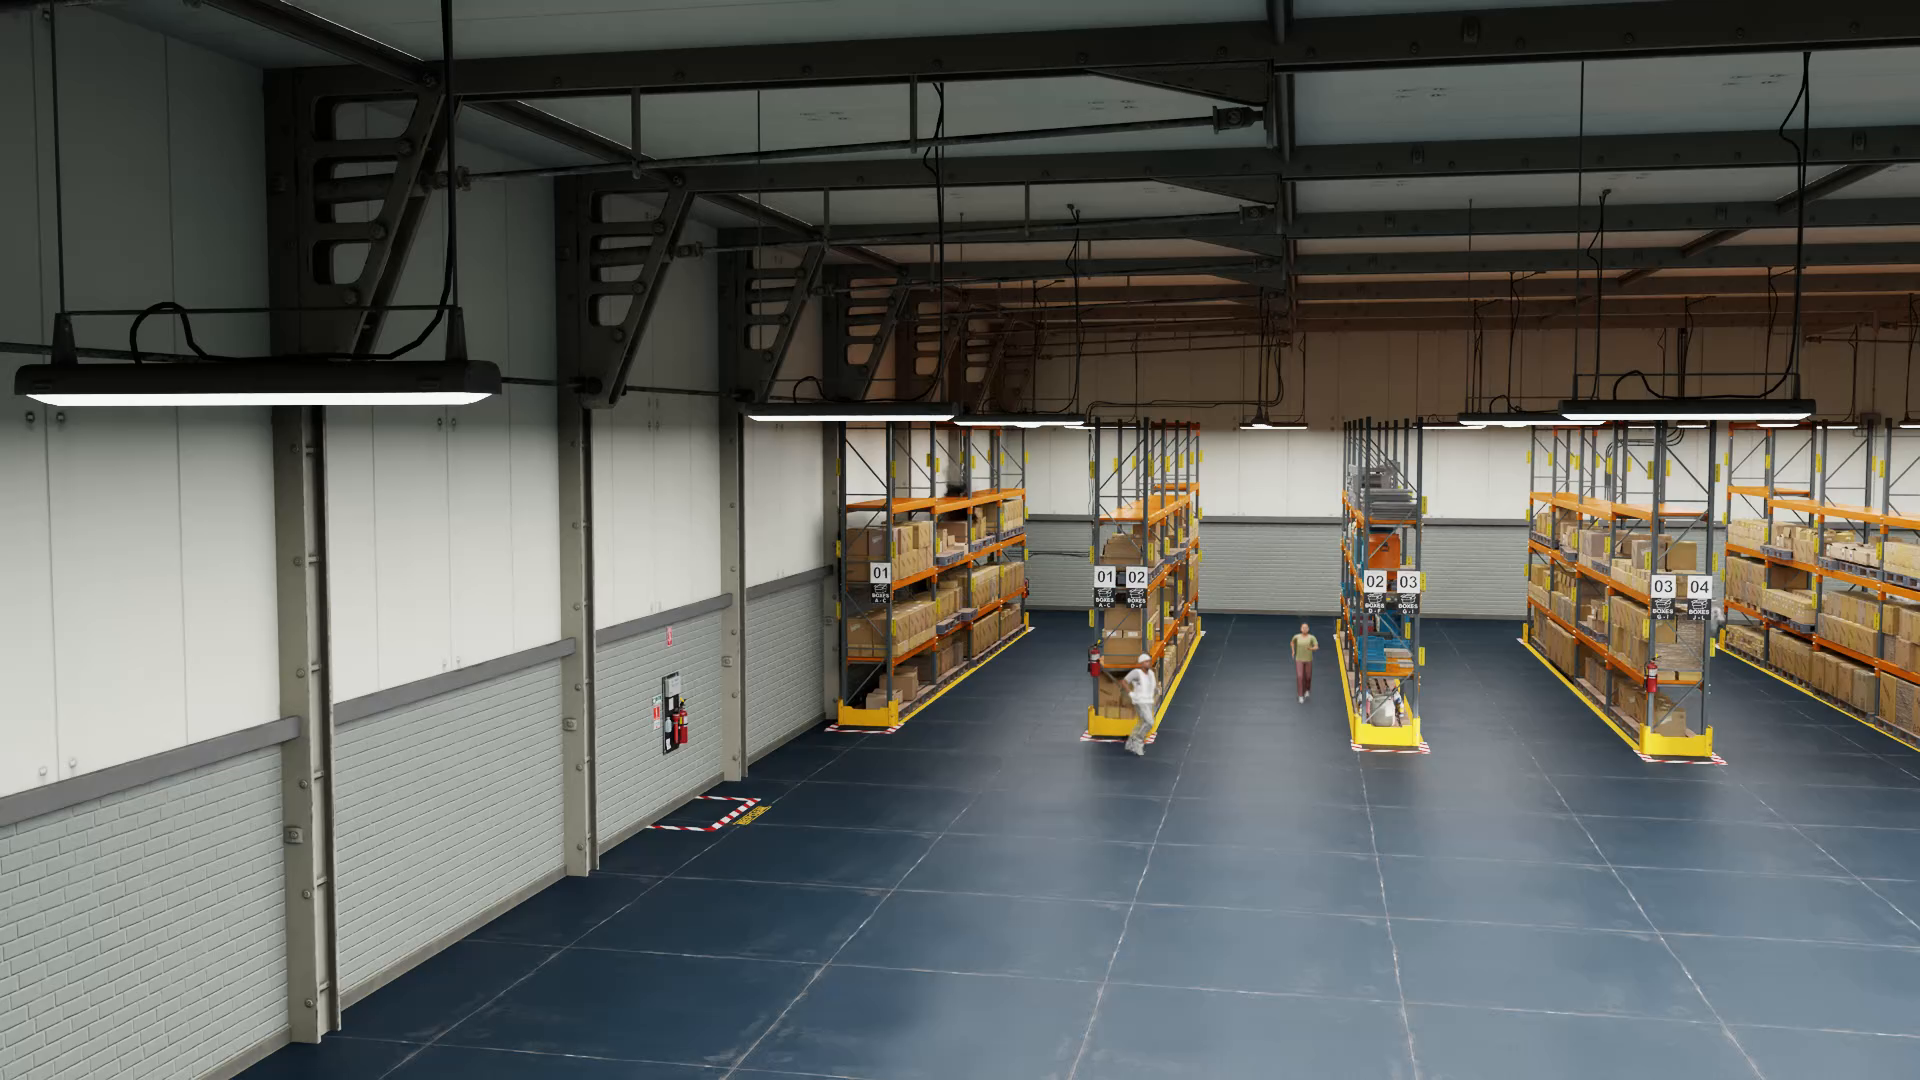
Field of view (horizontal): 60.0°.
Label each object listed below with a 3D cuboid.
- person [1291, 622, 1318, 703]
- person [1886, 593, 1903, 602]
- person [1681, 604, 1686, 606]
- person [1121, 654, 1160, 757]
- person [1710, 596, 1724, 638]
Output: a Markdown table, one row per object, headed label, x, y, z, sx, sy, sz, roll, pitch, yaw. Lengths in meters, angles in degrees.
| label | x | y | z | sx | sy | sz | roll | pitch | yaw |
| --- | --- | --- | --- | --- | --- | --- | --- | --- | --- |
| person | 7.313 | 2.574 | 35.304 | 0.573 | 1.654 | 0.964 | 1 | 4 | 11 |
| person | 24.922 | 1.958 | 44.633 | 0.761 | 1.828 | 0.695 | 1 | 4 | 15 |
| person | 19.070 | 2.059 | 44.548 | 0.685 | 1.576 | 0.789 | 3 | 5 | 36 |
| person | 3.257 | 2.927 | 29.557 | 0.617 | 1.800 | 0.701 | 3 | 5 | 41 |
| person | 18.496 | 2.235 | 40.965 | 0.580 | 1.761 | 0.749 | 1 | 4 | 13 |
